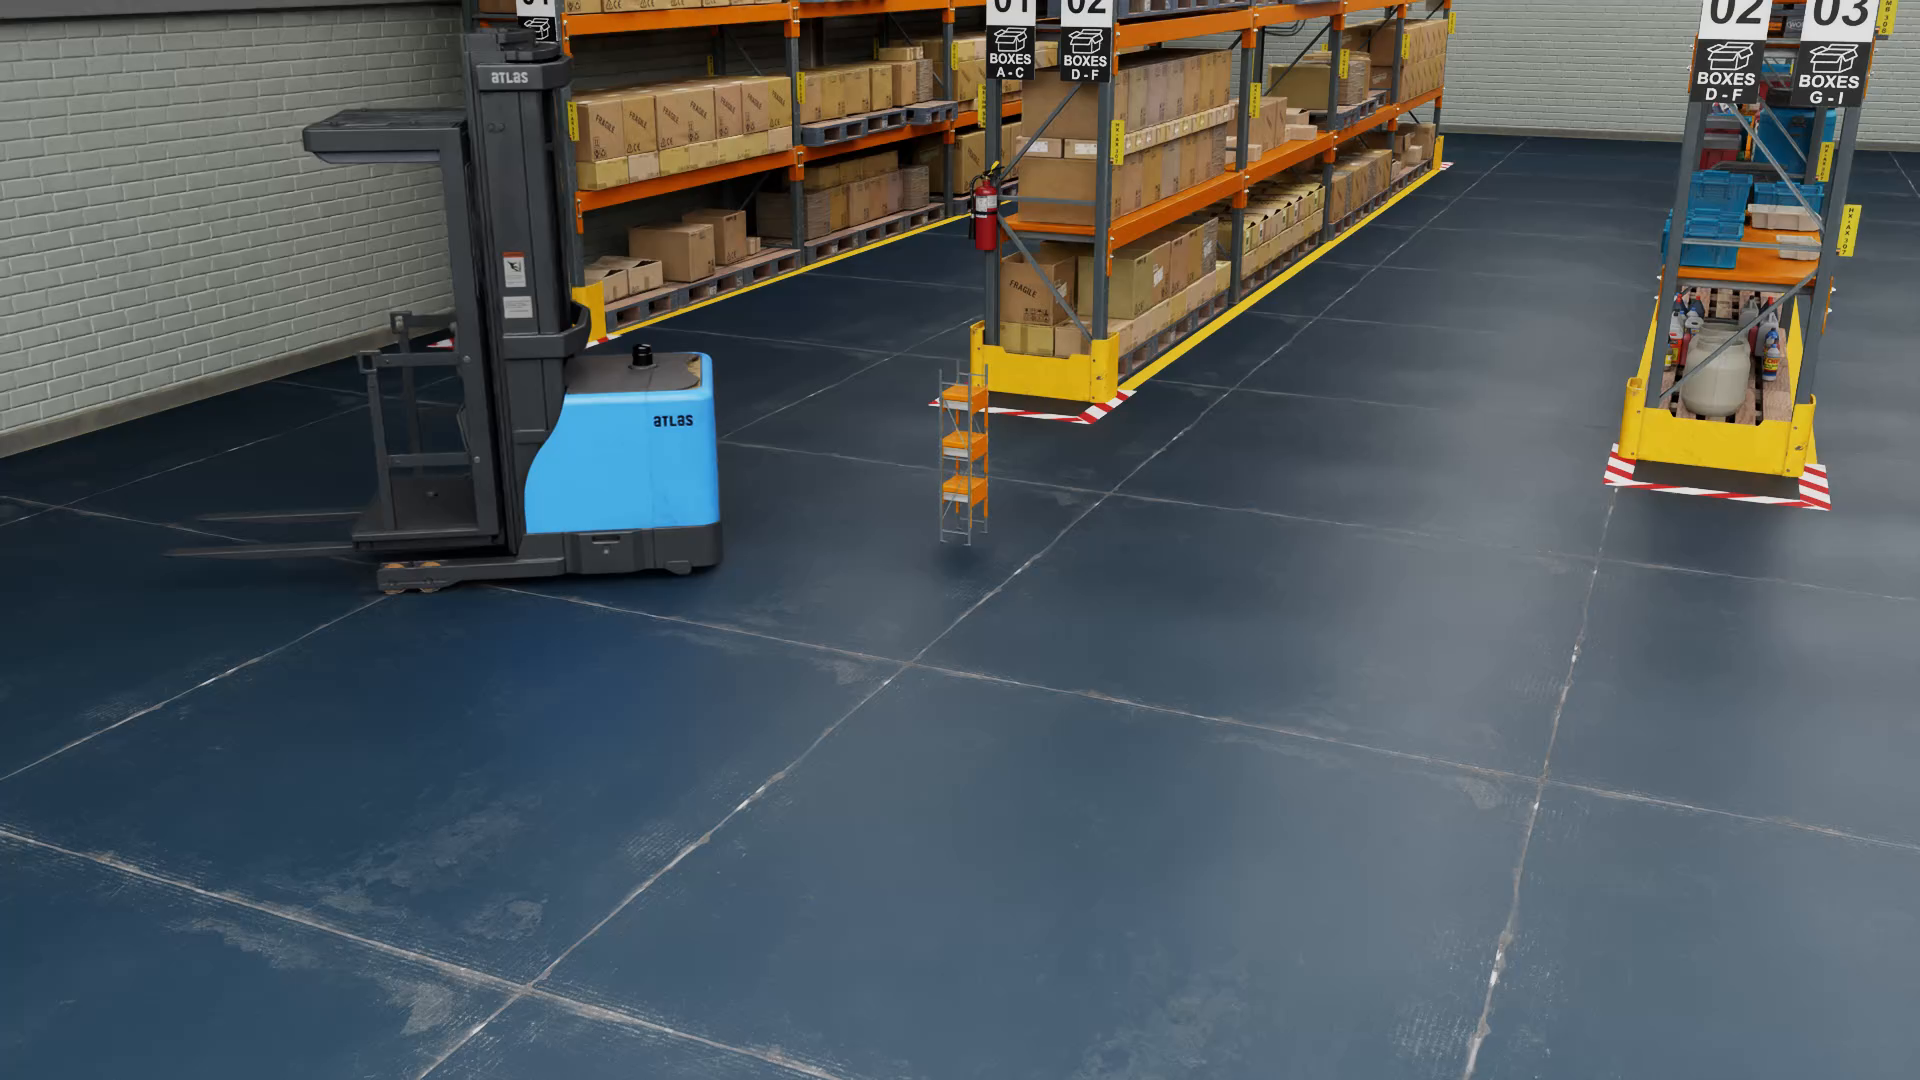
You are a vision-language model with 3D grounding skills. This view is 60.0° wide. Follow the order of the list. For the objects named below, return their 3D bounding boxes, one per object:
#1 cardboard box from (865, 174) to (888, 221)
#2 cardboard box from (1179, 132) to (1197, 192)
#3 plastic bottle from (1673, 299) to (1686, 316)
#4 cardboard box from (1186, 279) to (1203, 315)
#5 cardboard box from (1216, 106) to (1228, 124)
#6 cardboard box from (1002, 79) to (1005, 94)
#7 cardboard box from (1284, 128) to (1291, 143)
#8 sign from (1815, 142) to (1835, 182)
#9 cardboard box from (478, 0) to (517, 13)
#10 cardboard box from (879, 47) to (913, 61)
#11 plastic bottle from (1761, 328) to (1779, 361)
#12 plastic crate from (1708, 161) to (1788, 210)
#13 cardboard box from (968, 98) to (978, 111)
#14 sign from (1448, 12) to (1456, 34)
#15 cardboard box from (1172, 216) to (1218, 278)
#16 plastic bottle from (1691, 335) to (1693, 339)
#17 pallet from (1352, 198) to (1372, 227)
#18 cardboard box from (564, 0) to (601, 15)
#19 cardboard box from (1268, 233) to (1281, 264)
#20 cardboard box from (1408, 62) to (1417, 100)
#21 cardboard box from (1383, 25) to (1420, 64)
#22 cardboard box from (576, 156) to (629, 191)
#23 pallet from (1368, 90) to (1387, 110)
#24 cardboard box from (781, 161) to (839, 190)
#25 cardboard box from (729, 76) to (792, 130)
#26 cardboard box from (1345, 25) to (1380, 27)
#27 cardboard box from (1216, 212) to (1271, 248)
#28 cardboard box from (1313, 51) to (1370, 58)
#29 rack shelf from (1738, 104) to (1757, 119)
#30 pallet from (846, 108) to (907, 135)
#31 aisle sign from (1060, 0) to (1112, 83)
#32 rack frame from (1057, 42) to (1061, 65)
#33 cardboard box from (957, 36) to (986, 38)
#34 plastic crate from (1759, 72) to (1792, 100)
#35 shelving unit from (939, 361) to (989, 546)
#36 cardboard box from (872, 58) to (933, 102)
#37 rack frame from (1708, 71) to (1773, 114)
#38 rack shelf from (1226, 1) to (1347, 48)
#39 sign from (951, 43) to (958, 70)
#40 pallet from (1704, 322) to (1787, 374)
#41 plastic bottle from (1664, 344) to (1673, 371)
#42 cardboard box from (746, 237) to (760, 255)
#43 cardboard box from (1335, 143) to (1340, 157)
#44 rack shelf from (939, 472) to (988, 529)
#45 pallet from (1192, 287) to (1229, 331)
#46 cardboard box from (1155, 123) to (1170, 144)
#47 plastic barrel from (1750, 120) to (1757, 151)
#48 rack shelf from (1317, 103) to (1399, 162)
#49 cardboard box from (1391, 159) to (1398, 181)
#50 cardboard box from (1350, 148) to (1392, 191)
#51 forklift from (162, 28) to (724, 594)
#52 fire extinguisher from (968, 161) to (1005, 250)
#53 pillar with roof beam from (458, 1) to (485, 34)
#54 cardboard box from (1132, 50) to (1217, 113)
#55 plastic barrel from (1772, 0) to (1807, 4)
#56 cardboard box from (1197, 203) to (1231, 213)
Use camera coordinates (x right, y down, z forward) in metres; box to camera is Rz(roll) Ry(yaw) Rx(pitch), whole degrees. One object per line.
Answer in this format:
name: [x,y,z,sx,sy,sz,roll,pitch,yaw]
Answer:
cardboard box: [-1.311,-4.240,20.489,0.700,0.500,0.500,8,21,22]
cardboard box: [1.718,-3.430,14.987,0.700,0.500,0.500,9,21,24]
plastic bottle: [6.044,-1.865,14.033,0.144,0.351,0.185,8,21,20]
cardboard box: [1.918,-2.258,15.319,0.500,0.250,0.500,9,21,23]
cardboard box: [2.294,-3.999,15.619,0.380,0.149,0.250,8,21,22]
cardboard box: [0.290,-6.356,22.741,0.500,0.500,0.500,8,21,22]
cardboard box: [3.480,-4.541,18.635,0.380,0.149,0.250,10,22,27]
sign: [7.328,-3.205,14.090,0.100,0.325,0.005,9,21,23]
cardboard box: [-3.906,-4.922,14.676,0.500,0.500,0.500,10,22,27]
cardboard box: [-0.802,-6.085,20.830,0.380,0.149,0.250,5,20,14]
plastic bottle: [6.484,-1.561,13.297,0.097,0.271,0.097,0,20,0]
plastic crate: [6.500,-2.981,13.968,0.767,0.338,0.504,9,21,23]
cardboard box: [0.074,-5.841,22.261,0.380,0.149,0.250,9,22,24]
sign: [7.725,-8.114,26.109,0.100,0.325,0.005,9,21,23]
cardboard box: [2.107,-2.767,15.629,0.500,0.500,0.500,9,21,23]
plastic bottle: [5.851,-1.545,13.356,0.097,0.201,0.097,0,20,0]
pallet: [4.792,-4.338,21.851,1.003,0.211,1.213,9,21,23]
cardboard box: [-3.480,-4.828,14.411,0.500,0.500,0.500,9,22,24]
cardboard box: [3.125,-3.140,17.800,0.500,0.250,0.500,8,21,21]
cardboard box: [6.253,-6.602,23.907,0.500,0.500,0.500,9,21,24]
cardboard box: [6.250,-7.061,23.705,0.500,0.500,0.500,8,21,21]
cardboard box: [-3.356,-3.334,15.061,0.500,0.250,0.500,8,21,21]
pallet: [5.162,-5.960,22.537,1.003,0.211,1.213,9,21,23]
cardboard box: [-1.744,-4.258,19.419,0.500,0.250,0.500,8,21,22]
cardboard box: [-2.119,-4.618,17.551,0.500,0.500,0.500,8,21,23]
cardboard box: [5.767,-7.145,23.941,0.500,0.500,0.500,8,21,22]
cardboard box: [2.920,-3.245,17.257,0.500,0.311,0.500,8,21,22]
cardboard box: [5.191,-6.410,22.741,0.700,0.500,0.500,2,20,4]
rack shelf: [10.926,-5.871,23.075,1.077,0.370,4.000,9,21,23]
pallet: [-1.343,-5.034,19.934,1.003,0.211,1.213,9,21,23]
aisle sign: [0.928,-3.774,12.224,0.394,0.787,0.004,9,21,23]
rack frame: [1.068,-6.958,25.058,1.000,3.000,0.127,9,21,23]
cardboard box: [0.272,-6.707,22.608,0.500,0.250,0.500,9,21,23]
plastic crate: [10.701,-5.896,21.885,0.402,0.464,0.583,9,21,23]
shelving unit: [0.022,-0.511,9.839,0.215,1.050,0.252,9,21,23]
cardboard box: [-0.753,-5.845,21.121,0.700,0.500,0.500,6,20,16]
rack frame: [8.469,-4.376,17.797,1.000,3.000,0.127,9,21,23]
rack shelf: [3.132,-5.520,17.610,1.077,0.370,4.000,9,21,23]
sign: [-0.071,-6.172,21.237,0.100,0.325,0.005,9,21,23]
pallet: [6.518,-1.640,14.265,1.003,0.211,1.213,9,21,23]
plastic bottle: [5.545,-1.441,13.063,0.097,0.201,0.097,0,20,0]
cardboard box: [-2.399,-3.217,18.111,0.380,0.166,0.250,6,20,16]
cardboard box: [4.759,-5.242,22.188,0.500,0.250,0.500,9,21,23]
rack shelf: [0.022,-0.239,9.936,0.215,0.259,0.240,9,21,23]
pallet: [1.949,-2.283,16.073,1.003,0.211,1.213,9,21,23]
cardboard box: [1.558,-3.448,14.071,0.380,0.149,0.250,8,21,22]
plastic barrel: [8.242,-4.085,16.811,0.421,0.512,0.421,0,20,0]
rack shelf: [4.770,-5.329,21.551,1.077,0.370,4.000,9,21,23]
cardboard box: [5.958,-5.319,23.804,0.500,0.311,0.500,9,21,23]
cardboard box: [5.649,-5.119,22.960,0.500,0.500,0.500,8,21,22]
forklift: [-2.904,-1.271,9.170,3.031,2.935,1.130,-3,20,-8]
fire extinguisher: [0.203,-2.602,12.925,0.296,0.674,0.183,9,21,23]
pillar with roof beam: [-0.421,-5.858,13.012,9.100,9.000,0.400,9,21,23]
cardboard box: [1.932,-4.201,15.220,0.700,0.500,0.500,8,21,23]
plastic barrel: [5.276,-3.910,10.742,0.600,0.830,0.708,9,21,23]
cardboard box: [2.631,-3.476,17.906,0.500,0.311,0.500,8,21,23]
